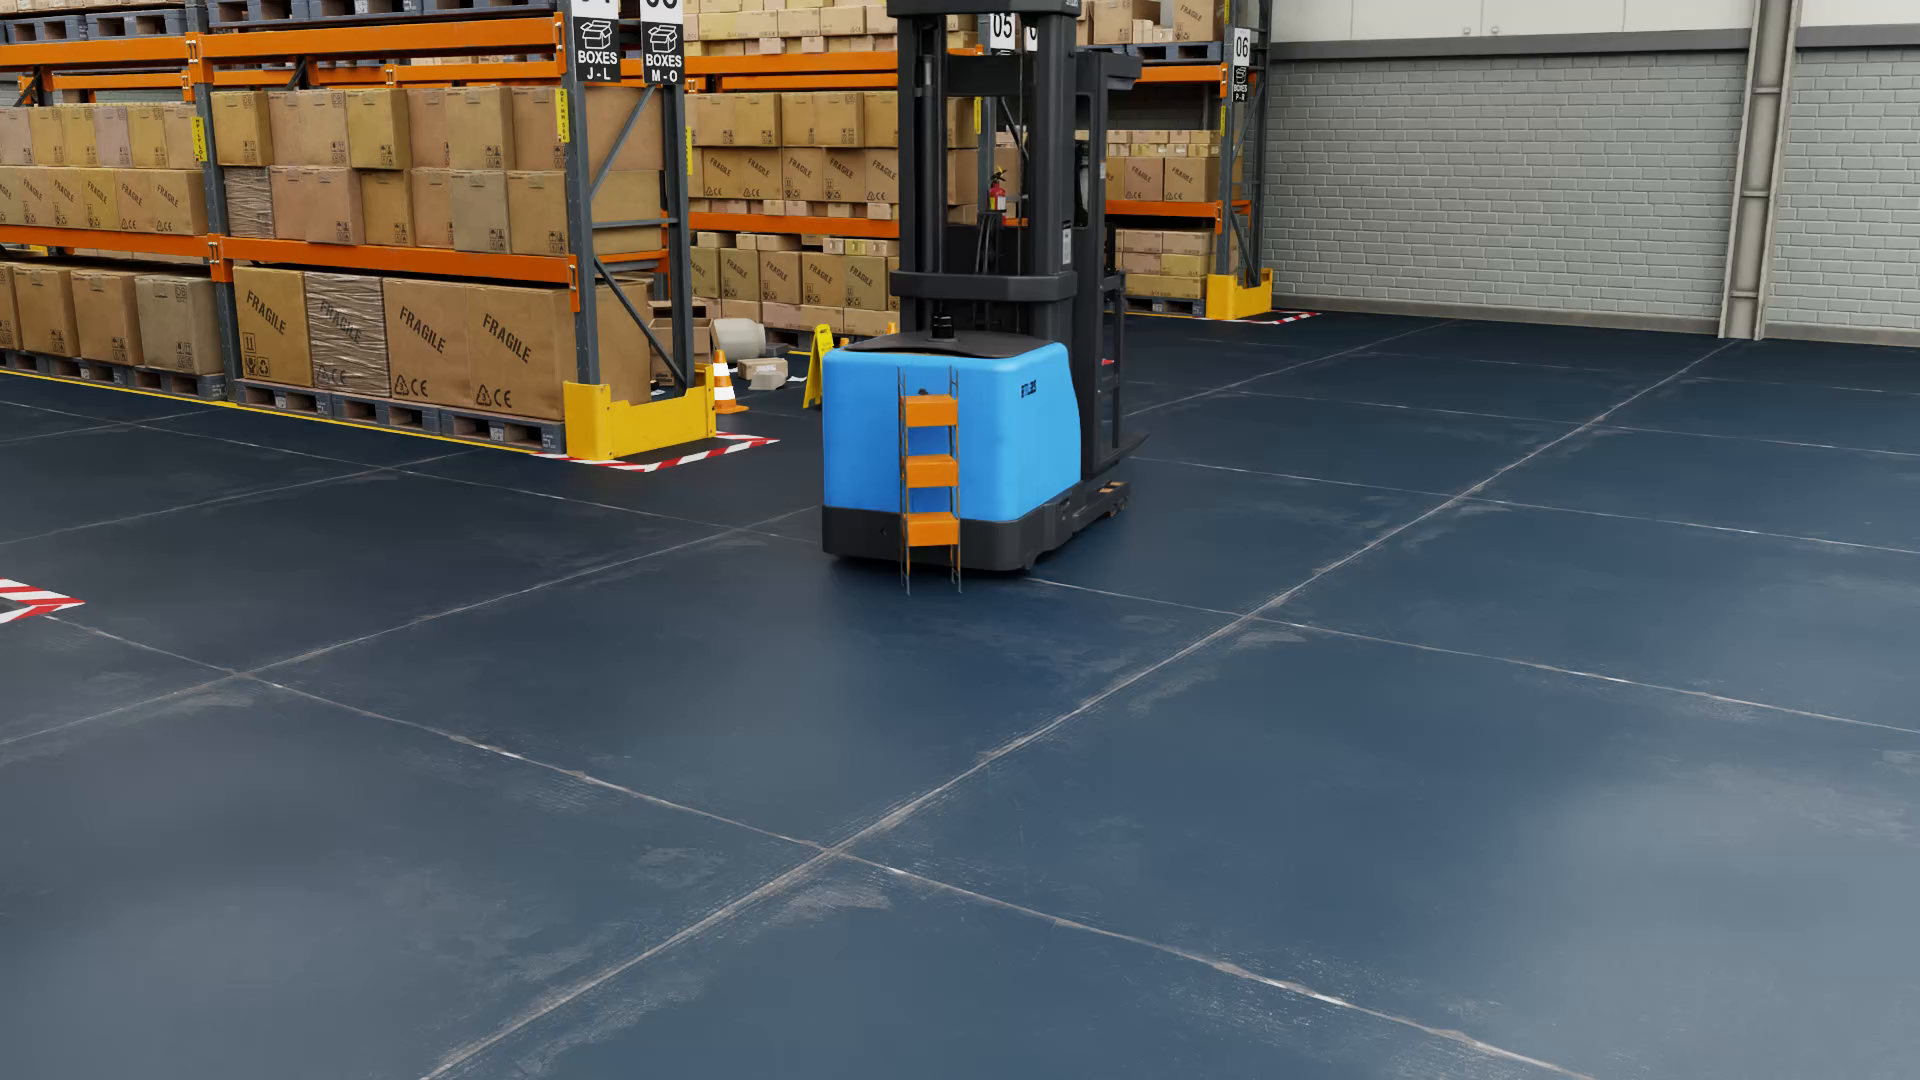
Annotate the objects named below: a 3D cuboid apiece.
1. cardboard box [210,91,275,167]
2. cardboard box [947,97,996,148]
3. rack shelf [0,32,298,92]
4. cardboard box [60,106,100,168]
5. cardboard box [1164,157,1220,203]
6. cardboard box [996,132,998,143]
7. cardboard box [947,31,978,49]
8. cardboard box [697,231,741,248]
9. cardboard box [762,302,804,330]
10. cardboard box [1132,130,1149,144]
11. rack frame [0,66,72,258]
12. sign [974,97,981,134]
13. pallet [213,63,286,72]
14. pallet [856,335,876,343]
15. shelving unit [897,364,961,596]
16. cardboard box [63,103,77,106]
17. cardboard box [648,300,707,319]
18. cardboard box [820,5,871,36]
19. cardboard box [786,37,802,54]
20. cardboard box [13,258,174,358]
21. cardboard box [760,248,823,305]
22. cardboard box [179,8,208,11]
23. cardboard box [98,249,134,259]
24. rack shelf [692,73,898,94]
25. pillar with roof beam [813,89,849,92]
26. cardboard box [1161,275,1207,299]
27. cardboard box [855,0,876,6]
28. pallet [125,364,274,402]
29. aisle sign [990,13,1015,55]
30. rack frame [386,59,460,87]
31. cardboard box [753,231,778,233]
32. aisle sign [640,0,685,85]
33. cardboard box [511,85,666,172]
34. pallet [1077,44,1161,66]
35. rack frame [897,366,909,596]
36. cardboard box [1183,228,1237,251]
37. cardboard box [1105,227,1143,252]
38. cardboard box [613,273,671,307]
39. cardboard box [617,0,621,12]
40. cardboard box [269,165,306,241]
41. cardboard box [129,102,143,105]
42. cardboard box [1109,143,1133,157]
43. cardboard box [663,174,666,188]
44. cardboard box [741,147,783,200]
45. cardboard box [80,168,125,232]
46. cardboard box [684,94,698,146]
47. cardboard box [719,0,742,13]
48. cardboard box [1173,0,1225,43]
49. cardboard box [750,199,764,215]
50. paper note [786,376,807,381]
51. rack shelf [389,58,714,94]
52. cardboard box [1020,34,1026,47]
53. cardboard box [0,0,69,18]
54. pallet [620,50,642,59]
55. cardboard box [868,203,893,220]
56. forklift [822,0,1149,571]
[{"bbox_3d":[-5.228,-3.188,12.900,0.550,0.550,0.875,9,17,33],"label":"cardboard box"},{"bbox_3d":[-0.063,-3.815,15.083,0.500,0.500,0.700,9,16,31],"label":"cardboard box"},{"bbox_3d":[-7.175,-4.022,14.085,4.000,0.370,1.077,9,17,33],"label":"rack shelf"},{"bbox_3d":[-7.196,-3.451,14.233,0.500,0.500,0.700,9,17,32],"label":"cardboard box"},{"bbox_3d":[2.695,-4.164,19.193,0.500,0.500,0.500,9,16,32],"label":"cardboard box"},{"bbox_3d":[0.514,-4.995,20.580,0.250,0.149,0.380,9,16,32],"label":"cardboard box"},{"bbox_3d":[0.030,-4.438,14.788,0.250,0.149,0.380,9,17,33],"label":"cardboard box"},{"bbox_3d":[-2.427,-3.034,16.776,0.250,0.149,0.380,9,17,34],"label":"cardboard box"},{"bbox_3d":[-1.607,-2.244,16.494,0.500,0.250,0.500,9,16,32],"label":"cardboard box"},{"bbox_3d":[2.216,-4.720,19.472,0.250,0.149,0.380,9,17,33],"label":"cardboard box"},{"bbox_3d":[-8.834,-3.184,15.442,0.127,3.000,1.000,9,17,33],"label":"rack frame"},{"bbox_3d":[0.156,-3.719,14.537,0.005,0.325,0.100,9,17,33],"label":"sign"},{"bbox_3d":[-8.686,-5.971,20.857,1.217,0.209,0.805,8,16,31],"label":"pallet"},{"bbox_3d":[-0.235,-1.884,15.995,1.213,0.211,1.003,9,17,33],"label":"pallet"},{"bbox_3d":[-0.144,-0.279,7.758,0.252,1.050,0.215,-3,14,-10],"label":"shelving unit"},{"bbox_3d":[-12.016,-5.893,22.747,0.250,0.149,0.380,9,16,31],"label":"cardboard box"},{"bbox_3d":[-2.707,-2.021,15.941,0.500,0.500,0.500,-4,14,-16],"label":"cardboard box"},{"bbox_3d":[-0.942,-4.790,15.383,0.500,0.250,0.500,10,17,34],"label":"cardboard box"},{"bbox_3d":[-1.433,-4.684,15.783,0.250,0.149,0.380,9,17,33],"label":"cardboard box"},{"bbox_3d":[-7.652,-2.079,14.789,0.750,0.750,1.050,9,17,34],"label":"cardboard box"},{"bbox_3d":[-1.618,-2.609,16.407,0.500,0.500,0.500,10,17,36],"label":"cardboard box"},{"bbox_3d":[-6.237,-4.422,13.644,0.380,0.149,0.250,9,17,33],"label":"cardboard box"},{"bbox_3d":[-11.426,-4.028,23.309,0.875,0.438,0.875,10,17,34],"label":"cardboard box"},{"bbox_3d":[-1.729,-6.013,22.127,4.000,0.370,1.077,9,17,33],"label":"rack shelf"},{"bbox_3d":[-4.206,-7.233,19.315,0.400,9.000,9.100,9,17,33],"label":"pillar with roof beam"},{"bbox_3d":[2.684,-2.971,19.430,0.500,0.250,0.500,9,17,33],"label":"cardboard box"},{"bbox_3d":[-0.758,-4.970,15.281,0.250,0.149,0.380,9,17,33],"label":"cardboard box"},{"bbox_3d":[-6.198,-1.382,13.968,1.213,0.211,1.003,9,17,33],"label":"pallet"},{"bbox_3d":[0.372,-4.307,14.570,0.004,0.787,0.394,9,17,33],"label":"aisle sign"},{"bbox_3d":[-6.156,-4.184,19.484,0.127,3.000,1.000,9,17,33],"label":"rack frame"},{"bbox_3d":[-2.332,-4.053,23.022,0.625,0.625,0.875,10,17,35],"label":"cardboard box"},{"bbox_3d":[-1.970,-3.423,10.999,0.004,0.787,0.394,9,17,33],"label":"aisle sign"},{"bbox_3d":[-2.482,-2.765,11.193,0.550,0.550,0.875,9,17,33],"label":"cardboard box"},{"bbox_3d":[1.661,-5.778,19.864,1.213,0.211,1.003,9,17,33],"label":"pallet"},{"bbox_3d":[-0.264,-0.272,7.737,0.008,1.050,0.200,-3,14,-10],"label":"rack frame"},{"bbox_3d":[2.957,-3.558,19.723,0.500,0.250,0.500,9,16,32],"label":"cardboard box"},{"bbox_3d":[1.842,-3.589,19.845,0.500,0.250,0.500,9,17,34],"label":"cardboard box"},{"bbox_3d":[-3.273,-2.646,17.864,0.625,0.372,0.950,9,17,34],"label":"cardboard box"},{"bbox_3d":[-3.389,-5.530,17.075,0.500,0.250,0.500,10,17,34],"label":"cardboard box"},{"bbox_3d":[-4.733,-2.604,12.787,0.550,0.550,0.875,9,17,33],"label":"cardboard box"},{"bbox_3d":[-10.715,-5.697,21.954,0.250,0.149,0.380,9,17,32],"label":"cardboard box"},{"bbox_3d":[1.949,-4.593,19.577,0.250,0.149,0.380,9,16,31],"label":"cardboard box"},{"bbox_3d":[-3.119,-3.867,17.851,0.250,0.149,0.380,9,17,34],"label":"cardboard box"},{"bbox_3d":[-1.788,-3.594,16.271,0.500,0.500,0.500,9,17,32],"label":"cardboard box"},{"bbox_3d":[-6.936,-2.848,13.878,0.500,0.500,0.500,9,17,33],"label":"cardboard box"},{"bbox_3d":[-2.592,-4.224,16.736,0.500,0.500,0.700,9,17,32],"label":"cardboard box"},{"bbox_3d":[-2.108,-5.155,16.026,0.250,0.149,0.380,9,17,32],"label":"cardboard box"},{"bbox_3d":[2.746,-5.869,18.759,0.500,0.500,0.500,10,17,35],"label":"cardboard box"},{"bbox_3d":[-1.854,-3.297,16.423,0.250,0.149,0.380,9,17,33],"label":"cardboard box"},{"bbox_3d":[-1.413,-1.400,14.416,0.142,0.019,0.148,3,14,14],"label":"paper note"},{"bbox_3d":[-4.496,-5.023,18.127,4.000,0.370,1.077,9,17,33],"label":"rack shelf"},{"bbox_3d":[0.771,-6.001,20.020,0.250,0.149,0.380,10,17,34],"label":"cardboard box"},{"bbox_3d":[-7.941,-4.611,14.197,0.500,0.250,0.500,10,17,34],"label":"cardboard box"},{"bbox_3d":[-3.289,-5.117,17.399,1.003,0.211,1.213,9,17,33],"label":"pallet"},{"bbox_3d":[-0.650,-3.076,15.530,0.250,0.149,0.380,10,17,34],"label":"cardboard box"},{"bbox_3d":[0.332,-1.581,9.111,1.130,2.935,3.031,6,15,21],"label":"forklift"}]
